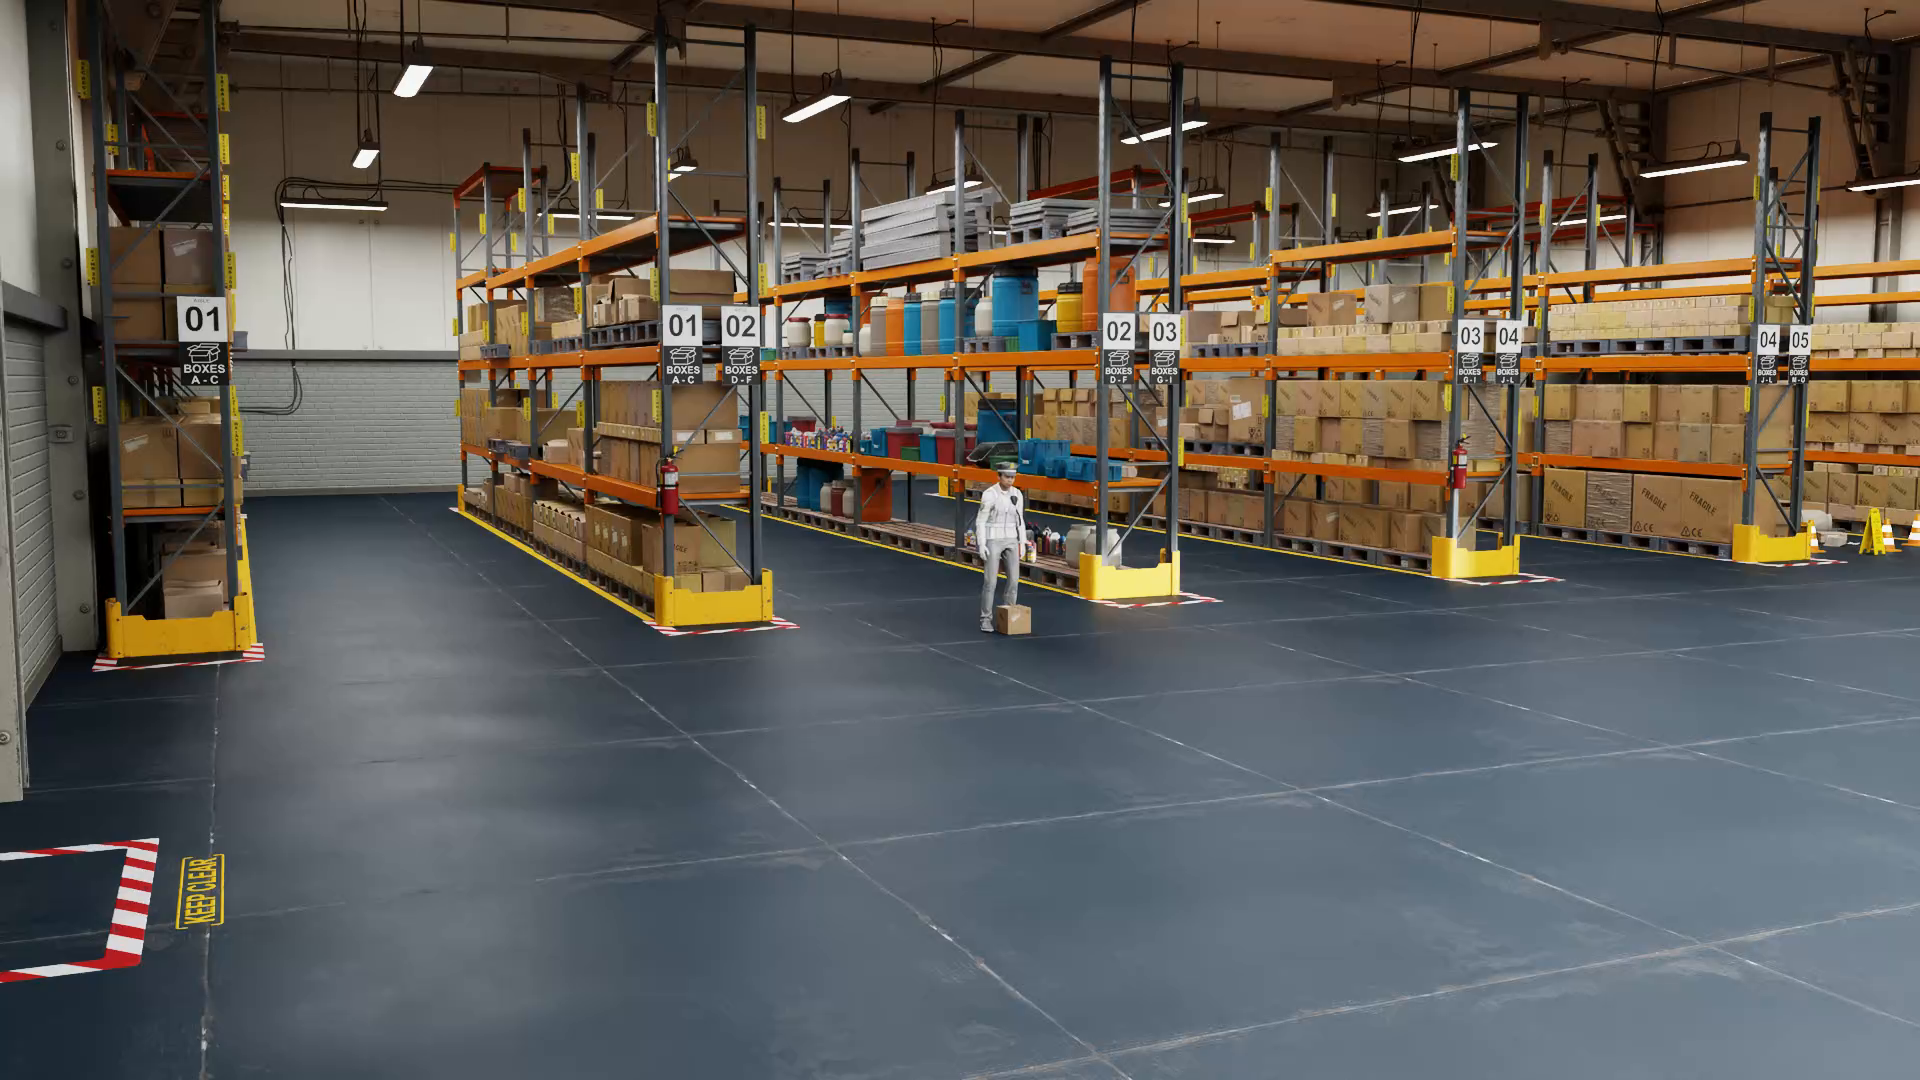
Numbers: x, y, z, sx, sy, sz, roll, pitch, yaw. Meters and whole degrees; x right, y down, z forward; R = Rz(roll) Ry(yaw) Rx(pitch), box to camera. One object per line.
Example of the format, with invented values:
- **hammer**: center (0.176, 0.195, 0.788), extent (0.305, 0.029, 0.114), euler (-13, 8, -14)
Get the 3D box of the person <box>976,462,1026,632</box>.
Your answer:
- **person**: center (0.420, 0.057, 16.399), extent (0.525, 1.663, 0.410), euler (-2, 6, -24)
